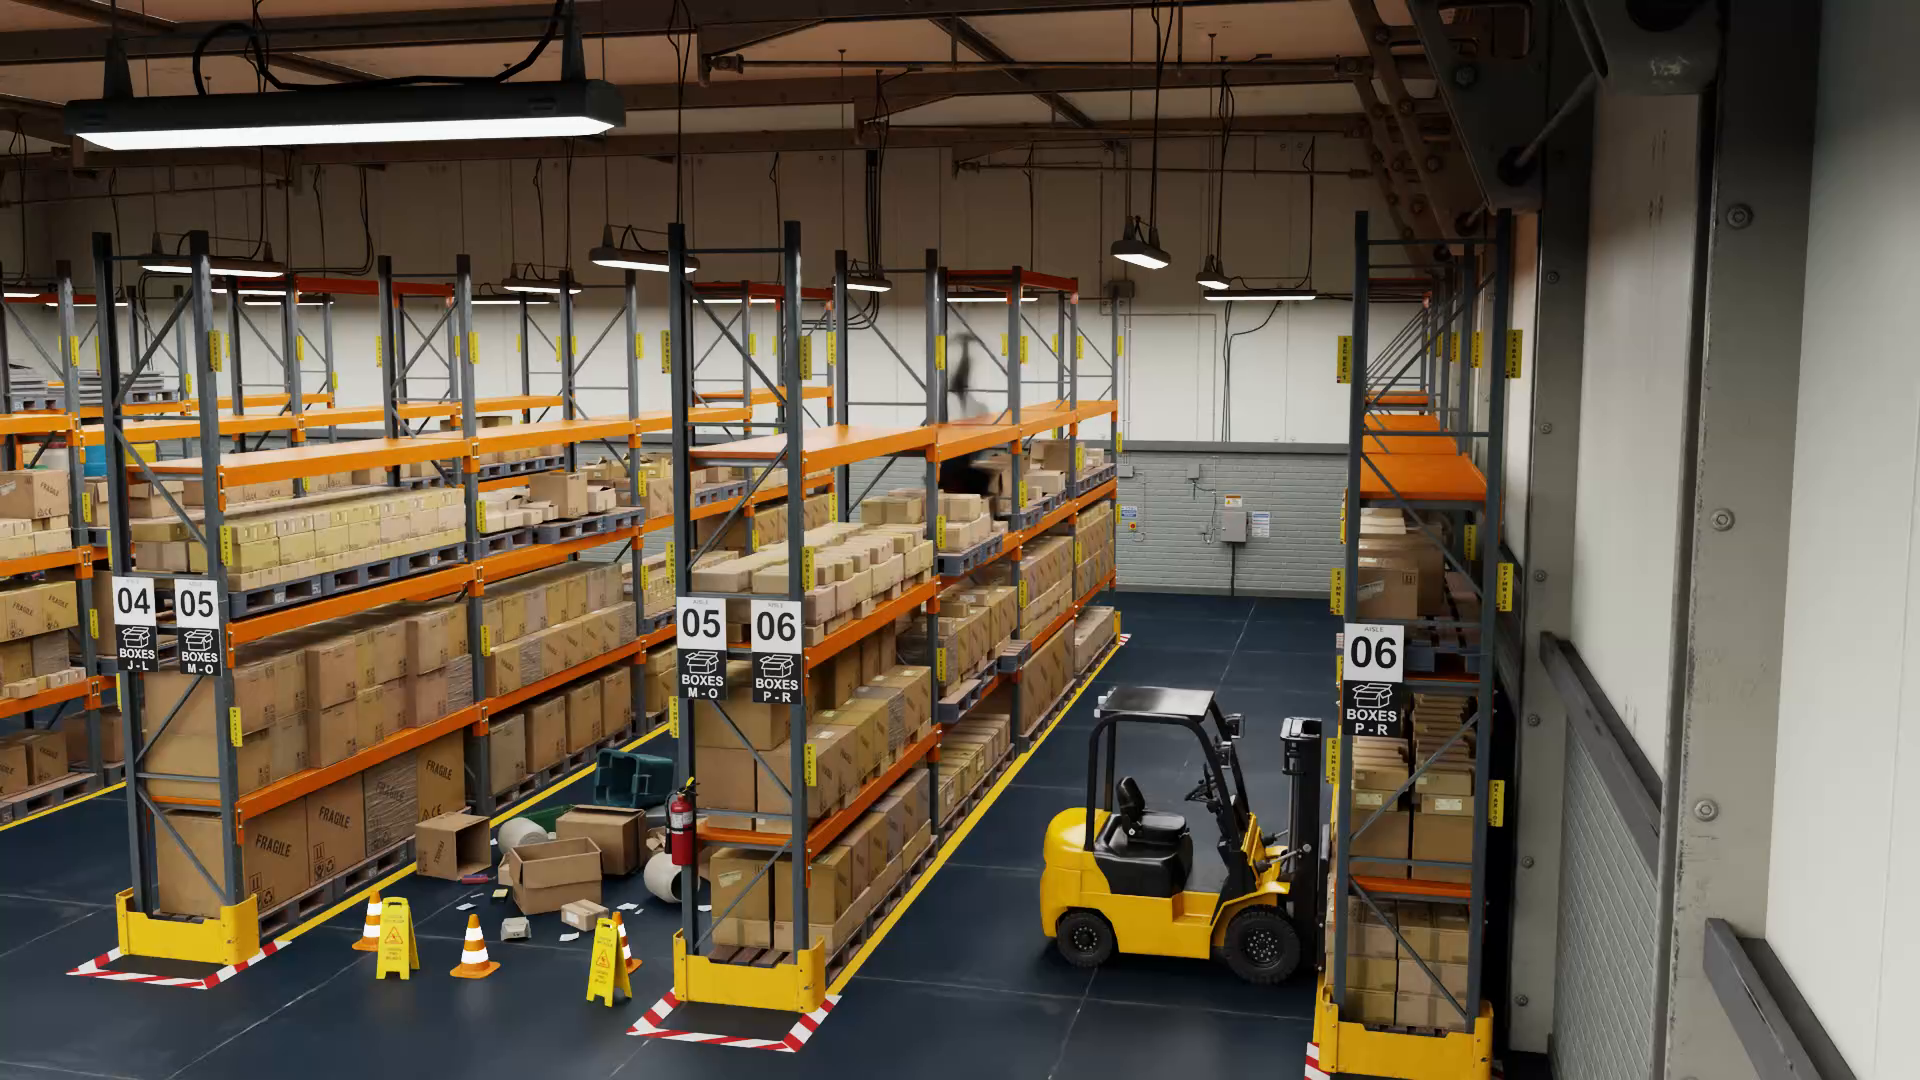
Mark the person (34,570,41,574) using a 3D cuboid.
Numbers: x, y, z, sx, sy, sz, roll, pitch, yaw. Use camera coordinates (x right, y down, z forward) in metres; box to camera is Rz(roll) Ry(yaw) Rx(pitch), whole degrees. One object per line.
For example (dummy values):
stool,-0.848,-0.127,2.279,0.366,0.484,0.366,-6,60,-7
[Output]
person,-14.921,0.939,27.422,0.690,1.820,0.953,4,8,27
